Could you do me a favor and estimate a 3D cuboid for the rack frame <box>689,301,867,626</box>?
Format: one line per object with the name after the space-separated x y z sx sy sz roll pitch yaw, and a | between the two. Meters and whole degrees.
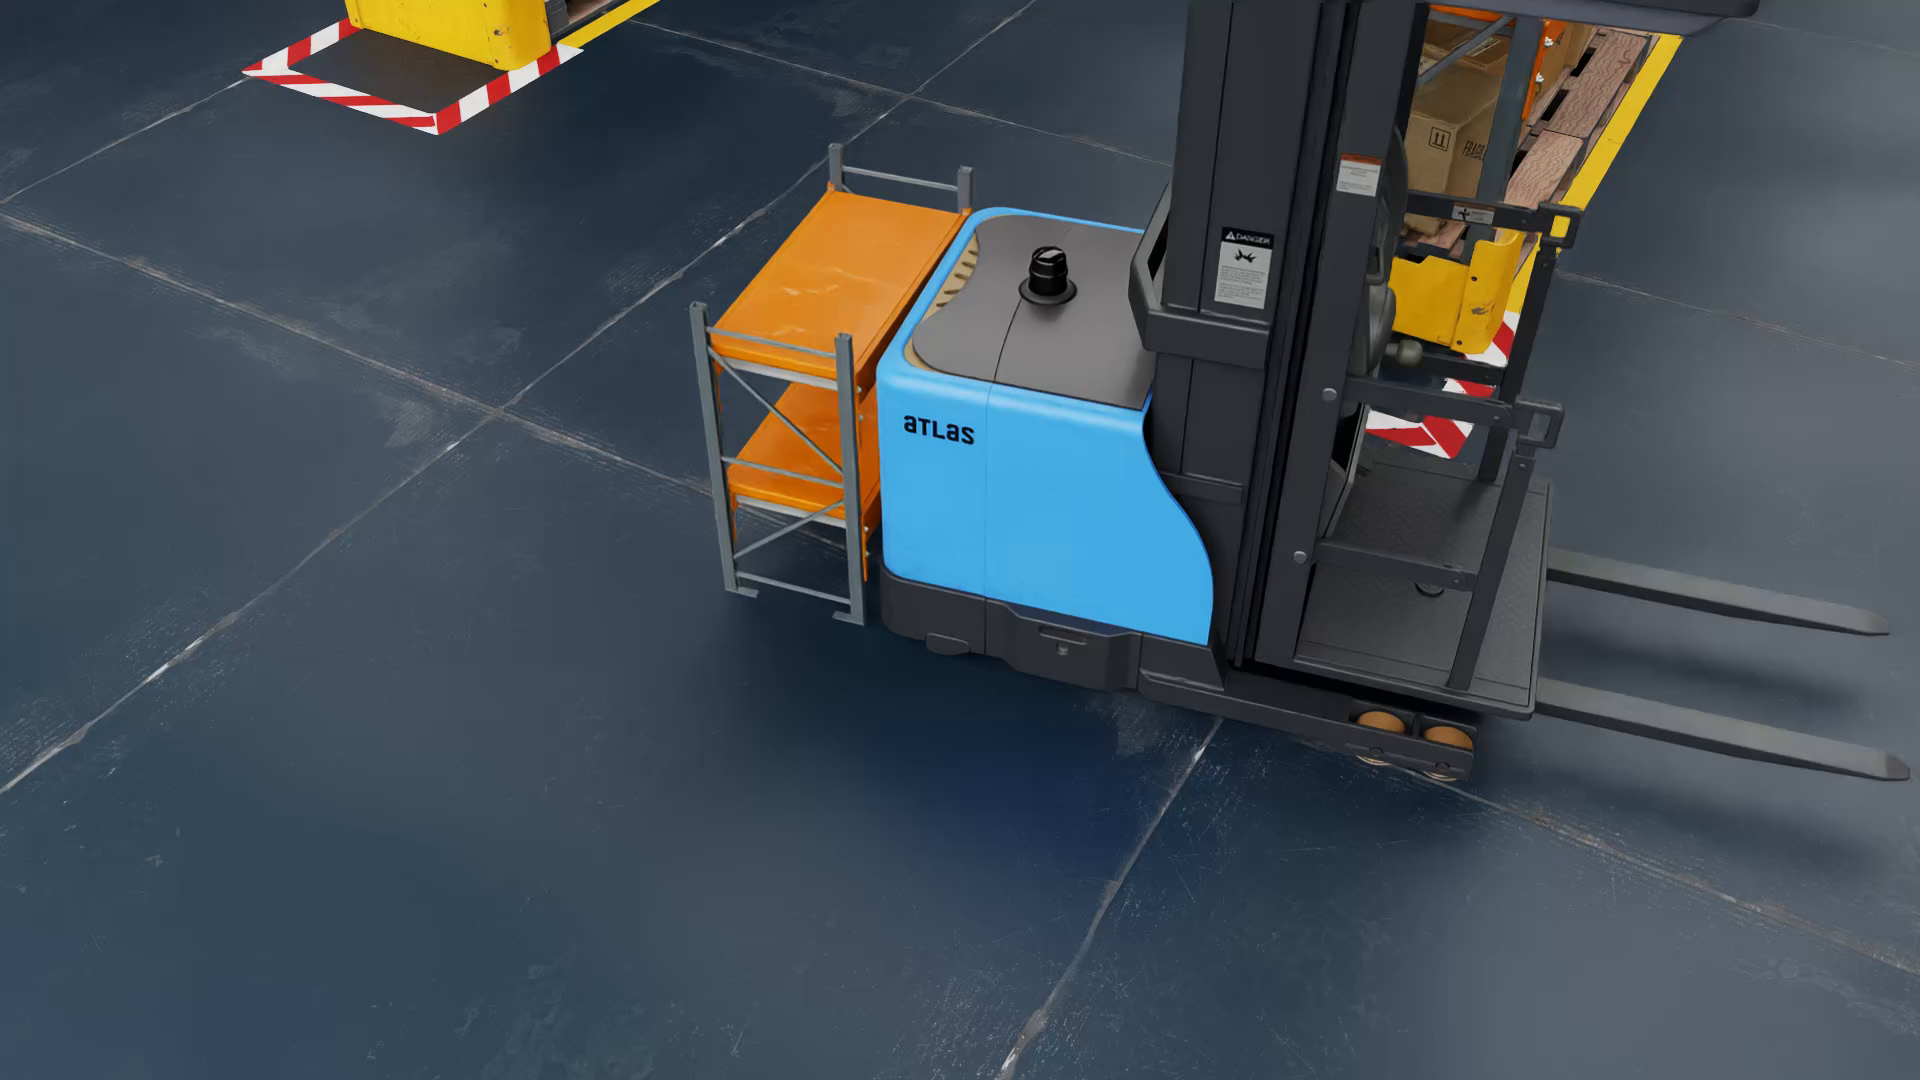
-0.545 -0.207 5.134 0.500 1.125 0.032 13 43 15 | rack frame

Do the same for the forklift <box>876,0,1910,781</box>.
1.321 -0.782 4.420 3.031 2.935 1.130 12 43 13 | forklift

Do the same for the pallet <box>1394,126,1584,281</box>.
2.074 -1.542 7.341 1.003 0.211 1.213 21 45 22 | pallet

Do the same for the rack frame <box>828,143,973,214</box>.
-0.198 -0.839 5.851 0.500 1.125 0.032 13 43 15 | rack frame

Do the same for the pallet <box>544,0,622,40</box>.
-2.280 -3.205 9.230 1.003 0.211 1.213 21 45 22 | pallet

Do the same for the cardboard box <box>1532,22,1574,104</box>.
2.525 -2.368 7.743 0.500 0.500 0.500 25 47 26 | cardboard box

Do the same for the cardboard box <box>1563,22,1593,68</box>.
2.843 -2.673 8.089 0.500 0.500 0.500 17 44 18 | cardboard box

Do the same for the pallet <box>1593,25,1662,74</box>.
3.295 -2.938 8.926 1.003 0.211 1.213 21 45 22 | pallet

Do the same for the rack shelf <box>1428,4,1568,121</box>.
2.600 -2.966 7.393 1.077 0.370 4.000 21 45 22 | rack shelf

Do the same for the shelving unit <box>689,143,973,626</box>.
-0.371 -0.523 5.493 0.538 1.125 1.048 13 43 15 | shelving unit

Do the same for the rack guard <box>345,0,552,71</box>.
-2.692 -2.851 8.609 1.175 0.500 0.348 21 45 22 | rack guard

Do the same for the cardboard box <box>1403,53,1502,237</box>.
1.926 -1.663 6.942 0.500 0.500 0.500 30 49 29 | cardboard box

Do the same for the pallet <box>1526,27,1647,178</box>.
2.686 -2.237 8.131 1.003 0.211 1.213 21 45 22 | pallet

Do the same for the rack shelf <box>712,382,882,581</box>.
-0.371 -0.339 5.654 0.538 0.278 1.000 13 43 15 | rack shelf

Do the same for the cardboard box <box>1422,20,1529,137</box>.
2.196 -2.016 7.344 0.500 0.500 0.500 -33 51 -32 | cardboard box

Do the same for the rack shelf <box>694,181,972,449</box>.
-0.371 -0.743 5.299 0.538 0.278 1.000 13 43 15 | rack shelf

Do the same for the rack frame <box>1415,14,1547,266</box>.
1.599 -2.092 5.856 1.000 3.000 0.127 21 45 22 | rack frame

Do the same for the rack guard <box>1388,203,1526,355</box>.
1.637 -1.197 6.731 1.175 0.500 0.348 21 45 22 | rack guard
